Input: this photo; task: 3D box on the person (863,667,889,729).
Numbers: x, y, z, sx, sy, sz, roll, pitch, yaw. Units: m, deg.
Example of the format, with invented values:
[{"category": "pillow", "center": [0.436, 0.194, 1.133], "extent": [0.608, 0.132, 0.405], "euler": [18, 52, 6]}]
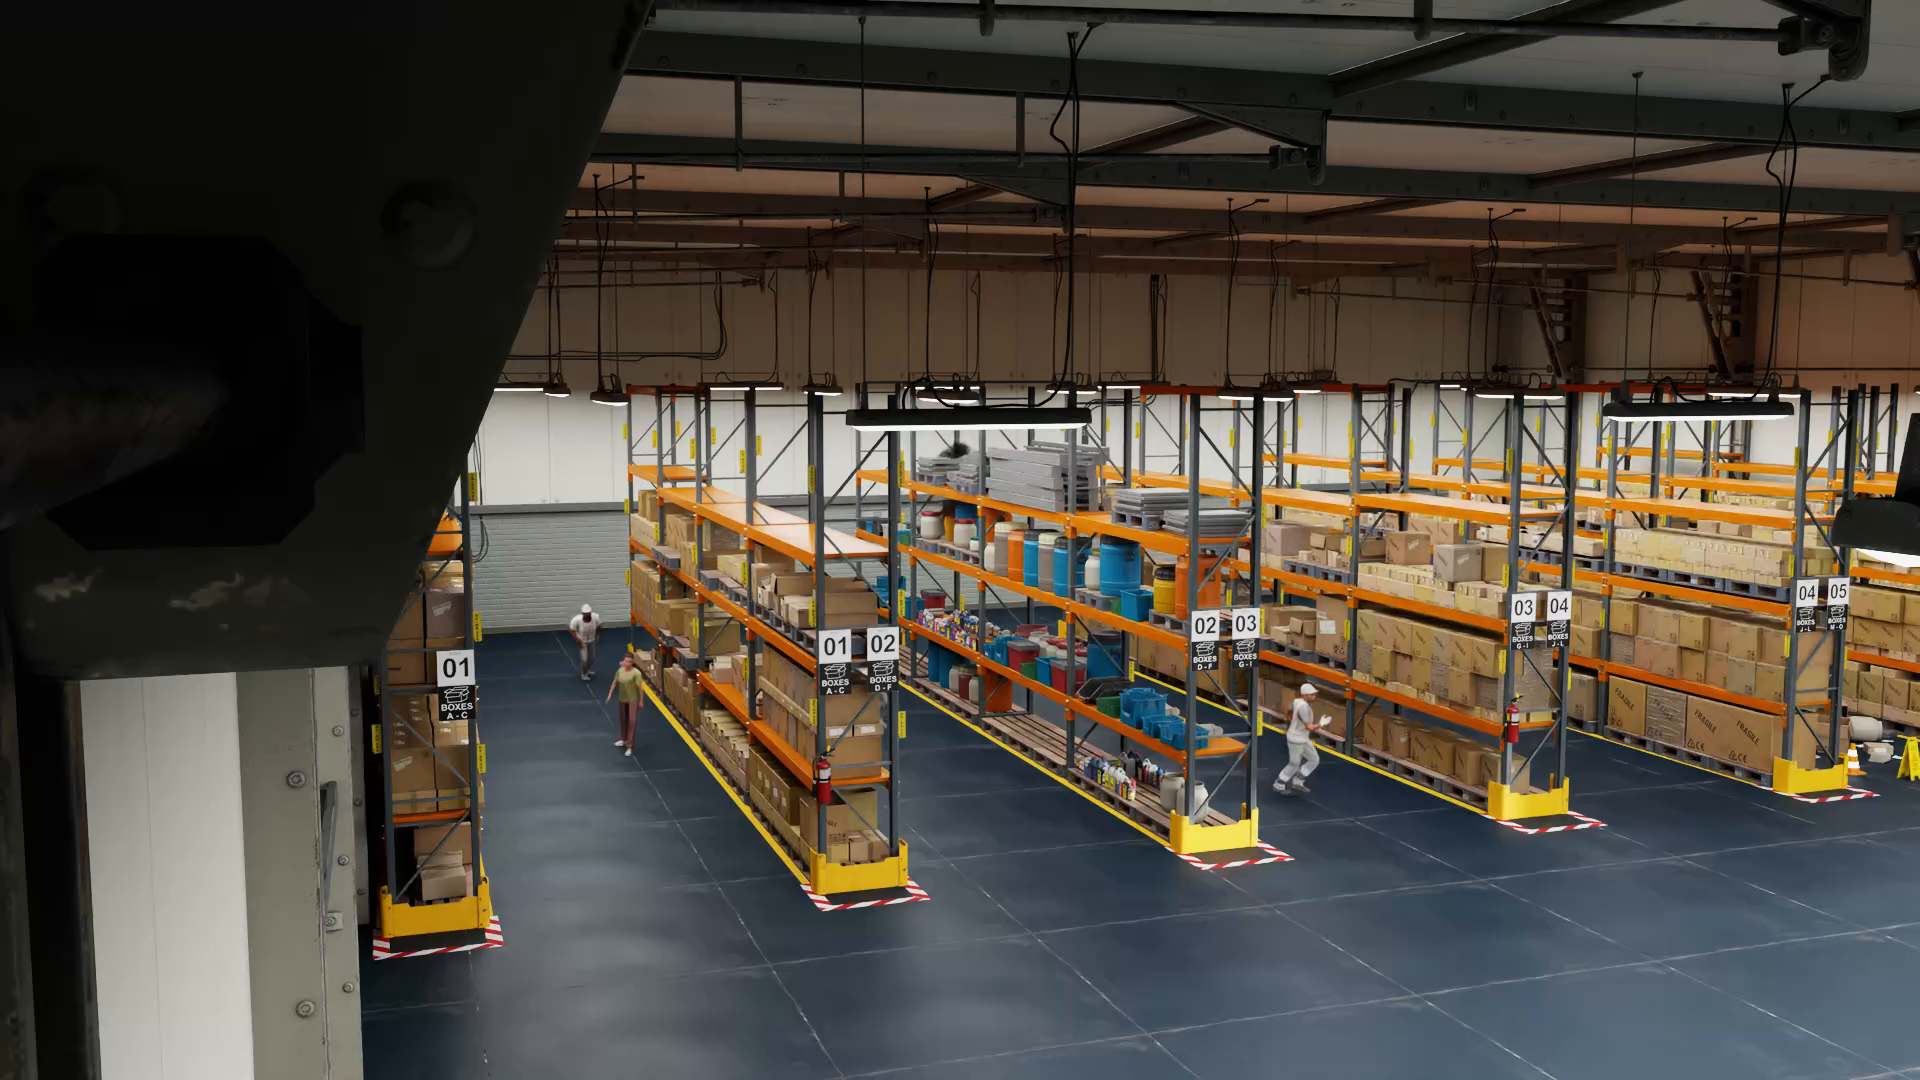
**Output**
[{"category": "person", "center": [-1.507, 2.516, 29.108], "extent": [0.525, 1.608, 0.872], "euler": [-3, 7, -28]}]

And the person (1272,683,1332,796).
[{"category": "person", "center": [5.017, 2.911, 24.396], "extent": [0.858, 1.646, 0.585], "euler": [2, 6, 22]}]

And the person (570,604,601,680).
[{"category": "person", "center": [-7.595, 2.053, 33.706], "extent": [0.692, 1.603, 0.939], "euler": [-4, 7, -37]}]

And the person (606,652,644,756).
[{"category": "person", "center": [-5.541, 2.675, 27.540], "extent": [0.627, 1.663, 0.761], "euler": [2, 6, 15]}]
